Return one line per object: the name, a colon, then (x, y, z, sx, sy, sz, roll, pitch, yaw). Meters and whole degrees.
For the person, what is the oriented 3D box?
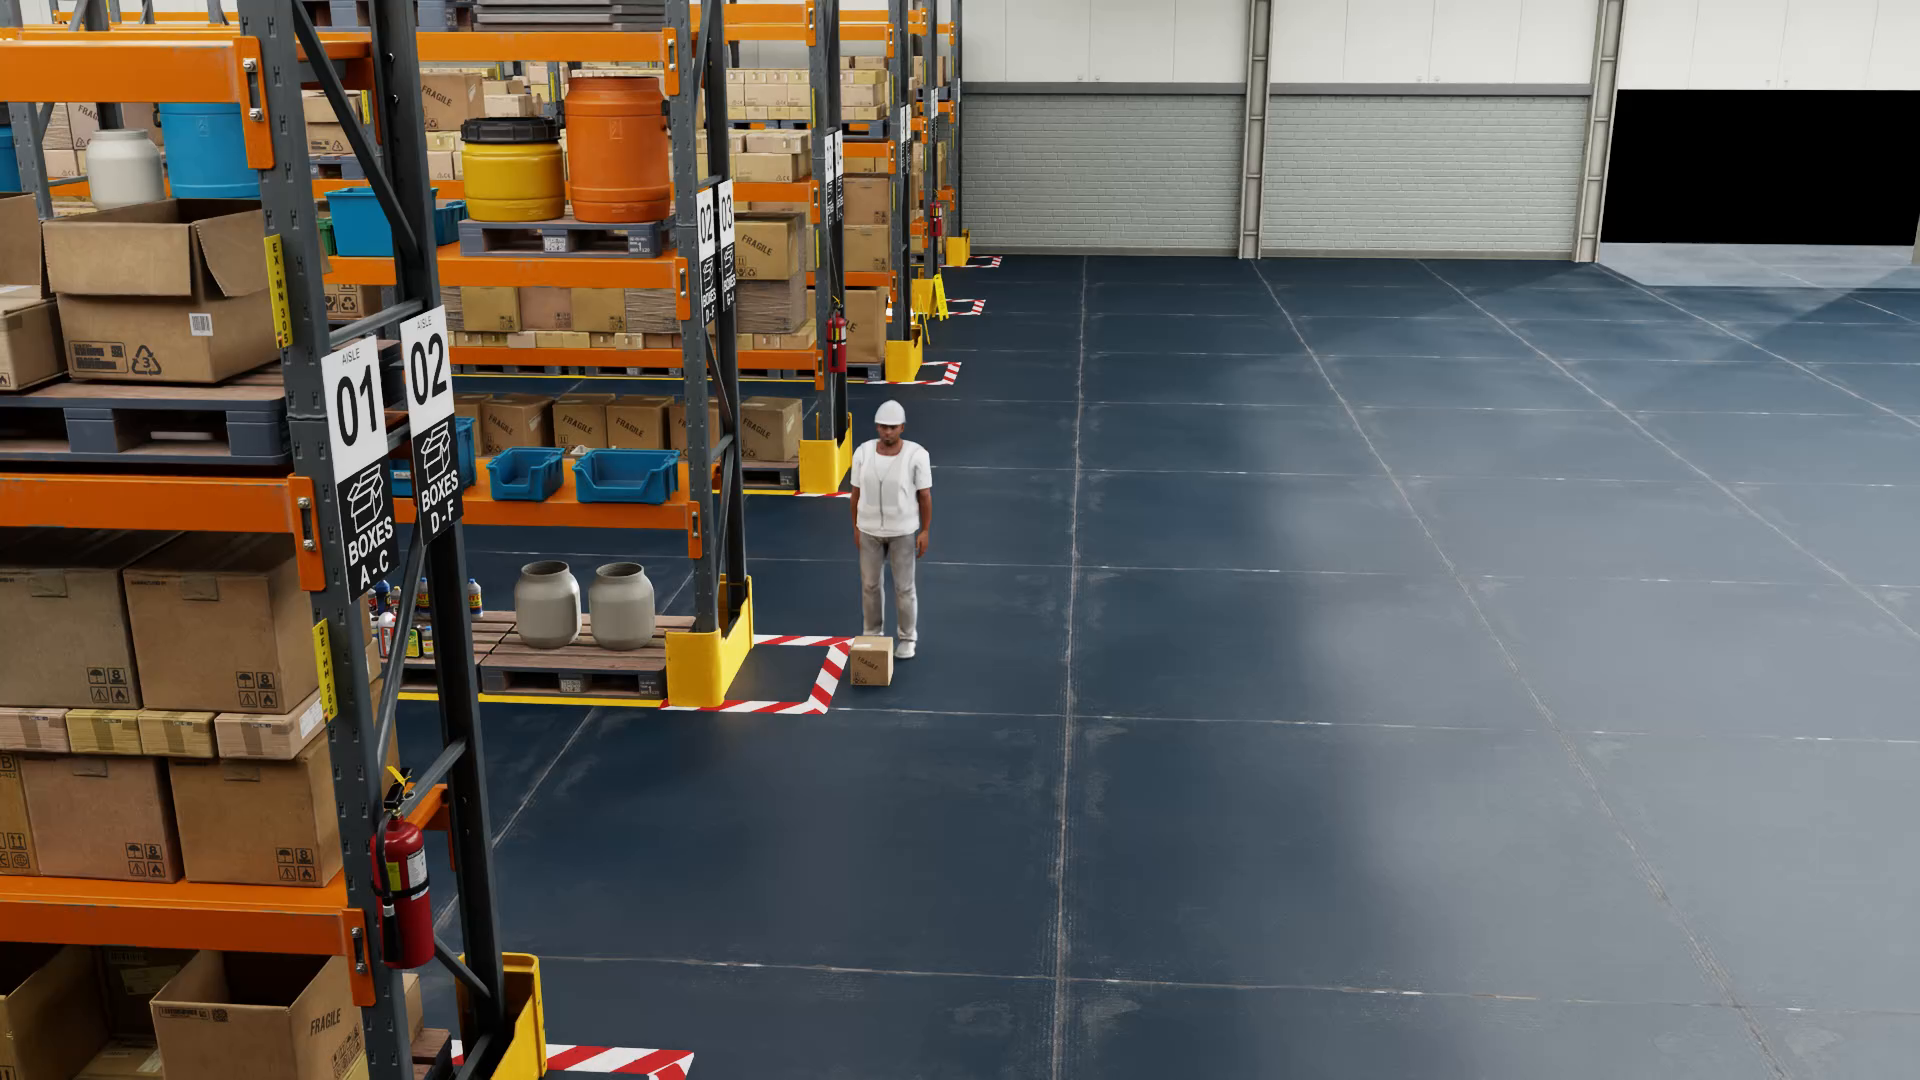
person: (-0.471, -0.069, 11.235, 0.563, 1.761, 0.353, 4, 18, 12)
